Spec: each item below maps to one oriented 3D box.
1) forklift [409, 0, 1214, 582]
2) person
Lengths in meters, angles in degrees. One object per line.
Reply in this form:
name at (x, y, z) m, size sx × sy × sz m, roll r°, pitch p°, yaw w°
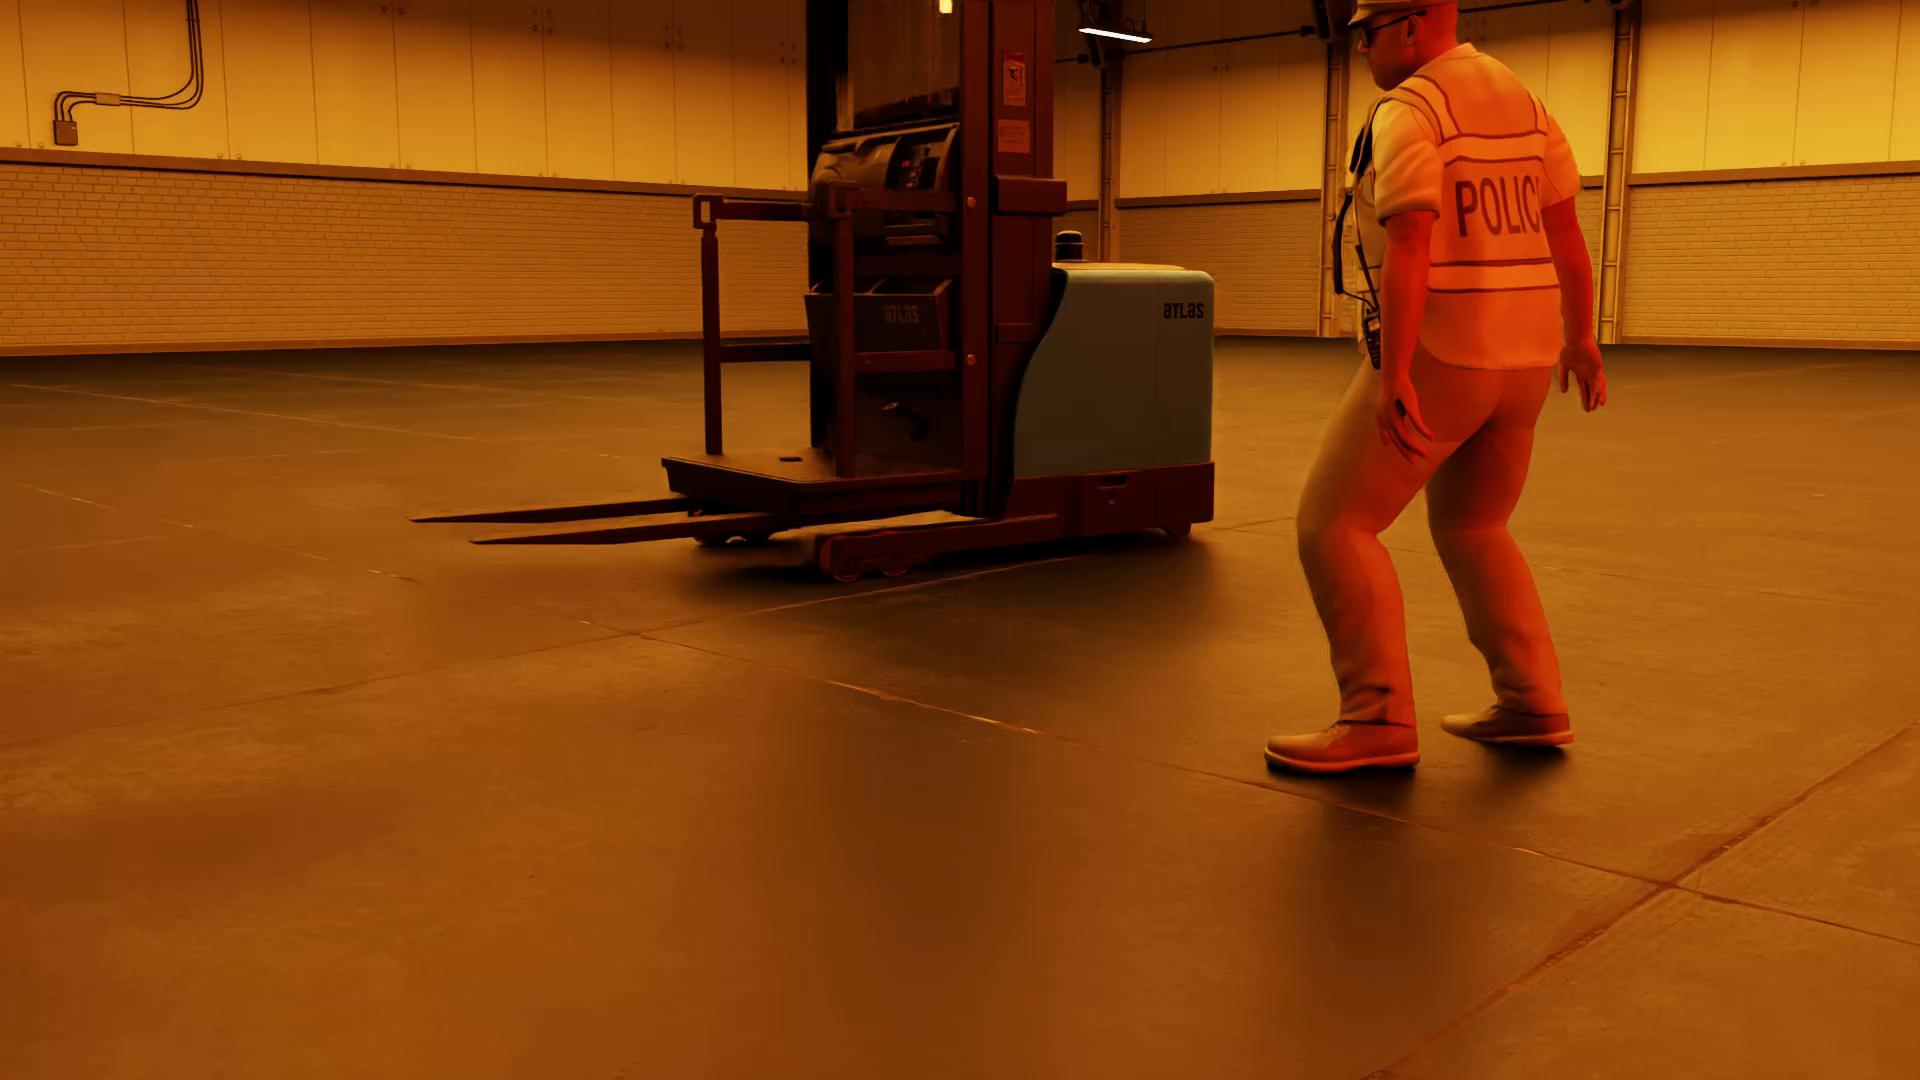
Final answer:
forklift at (-0.465, -1.392, 6.119) m, size 3.031 × 2.935 × 1.130 m, roll -6°, pitch 10°, yaw -35°
person at (1.063, -0.371, 3.577) m, size 0.891 × 1.724 × 0.440 m, roll -6°, pitch 11°, yaw -36°
